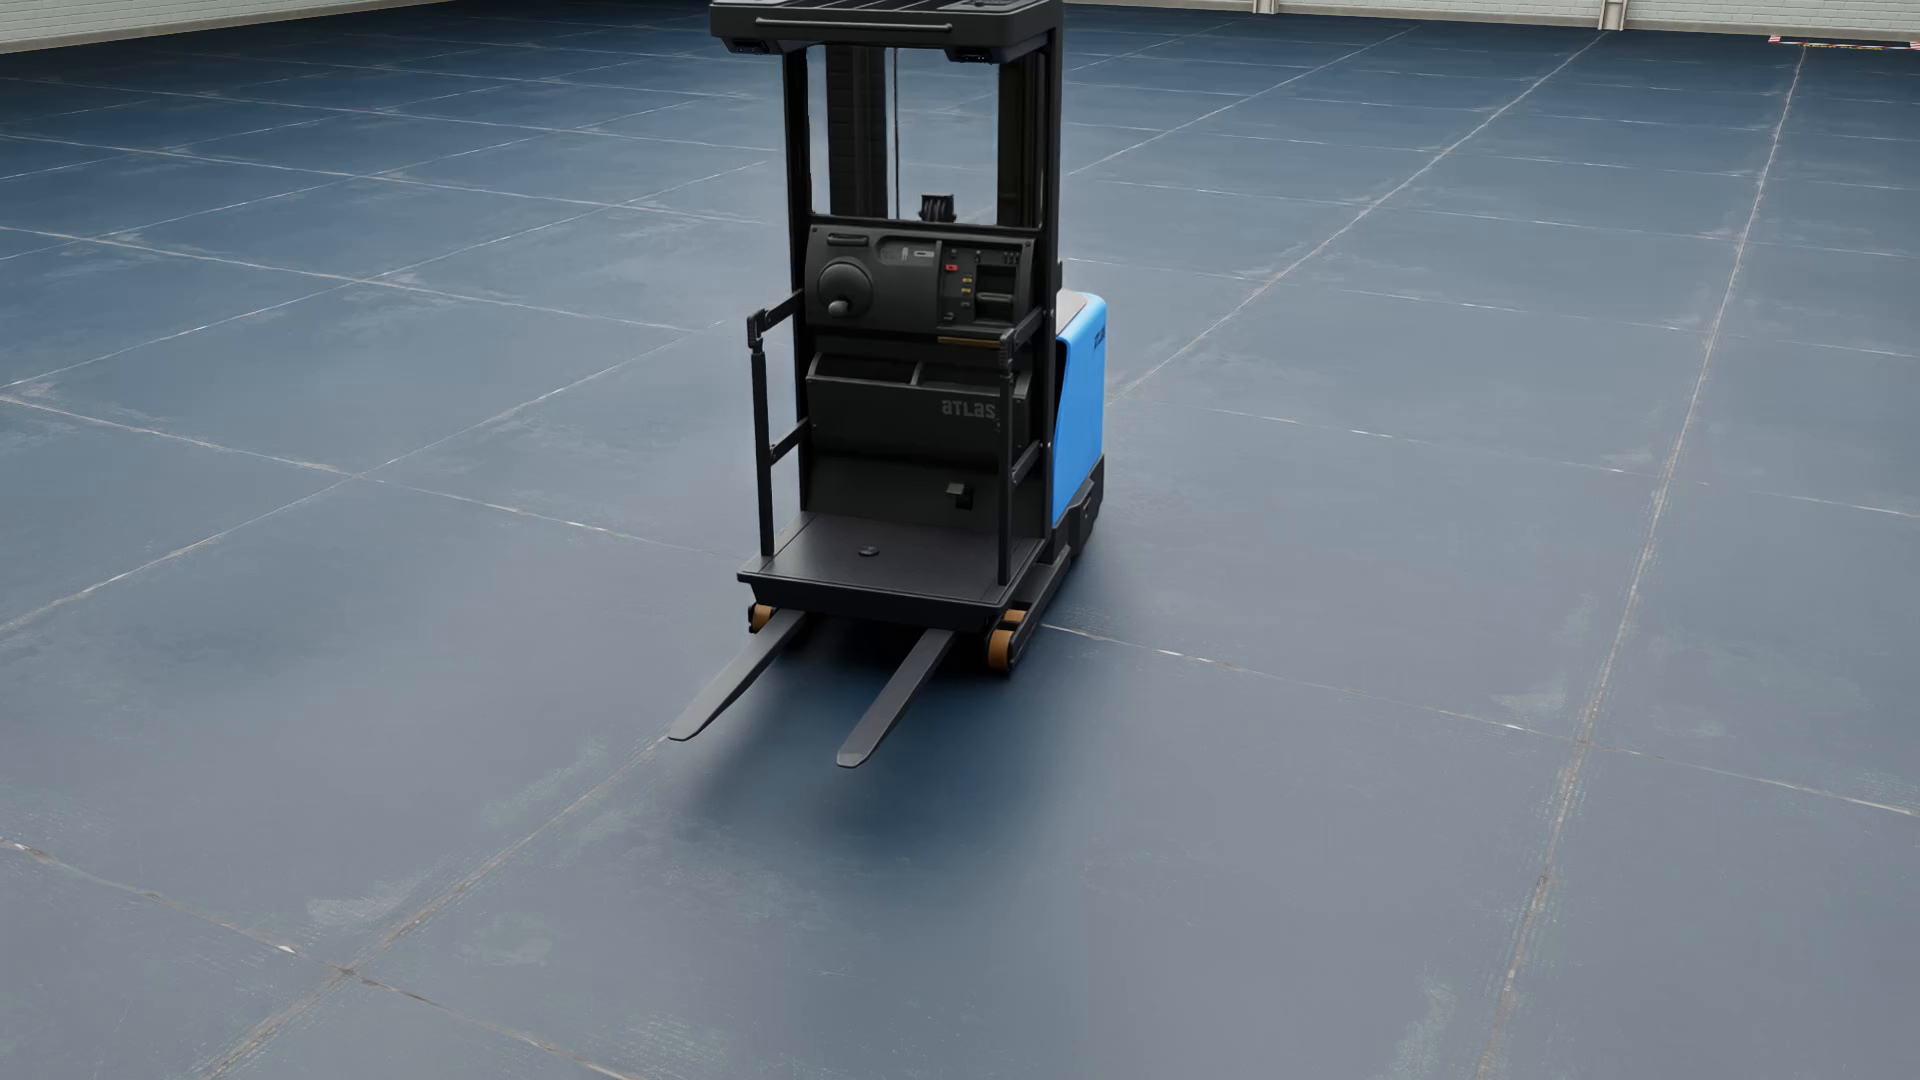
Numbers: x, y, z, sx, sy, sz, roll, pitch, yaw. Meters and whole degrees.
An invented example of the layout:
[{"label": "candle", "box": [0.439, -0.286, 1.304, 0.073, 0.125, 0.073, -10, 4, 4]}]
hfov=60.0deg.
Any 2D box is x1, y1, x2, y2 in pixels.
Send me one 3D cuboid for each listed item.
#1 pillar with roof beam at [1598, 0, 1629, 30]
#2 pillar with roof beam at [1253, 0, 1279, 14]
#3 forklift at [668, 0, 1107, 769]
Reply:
[{"label": "pillar with roof beam", "box": [9.009, -11.230, 22.658, 0.400, 9.000, 9.100, 11, 25, 25]}, {"label": "pillar with roof beam", "box": [3.655, -12.290, 25.149, 0.400, 9.000, 9.100, 11, 25, 25]}, {"label": "forklift", "box": [-0.226, -1.005, 6.369, 1.130, 2.935, 3.031, 7, 24, 16]}]
